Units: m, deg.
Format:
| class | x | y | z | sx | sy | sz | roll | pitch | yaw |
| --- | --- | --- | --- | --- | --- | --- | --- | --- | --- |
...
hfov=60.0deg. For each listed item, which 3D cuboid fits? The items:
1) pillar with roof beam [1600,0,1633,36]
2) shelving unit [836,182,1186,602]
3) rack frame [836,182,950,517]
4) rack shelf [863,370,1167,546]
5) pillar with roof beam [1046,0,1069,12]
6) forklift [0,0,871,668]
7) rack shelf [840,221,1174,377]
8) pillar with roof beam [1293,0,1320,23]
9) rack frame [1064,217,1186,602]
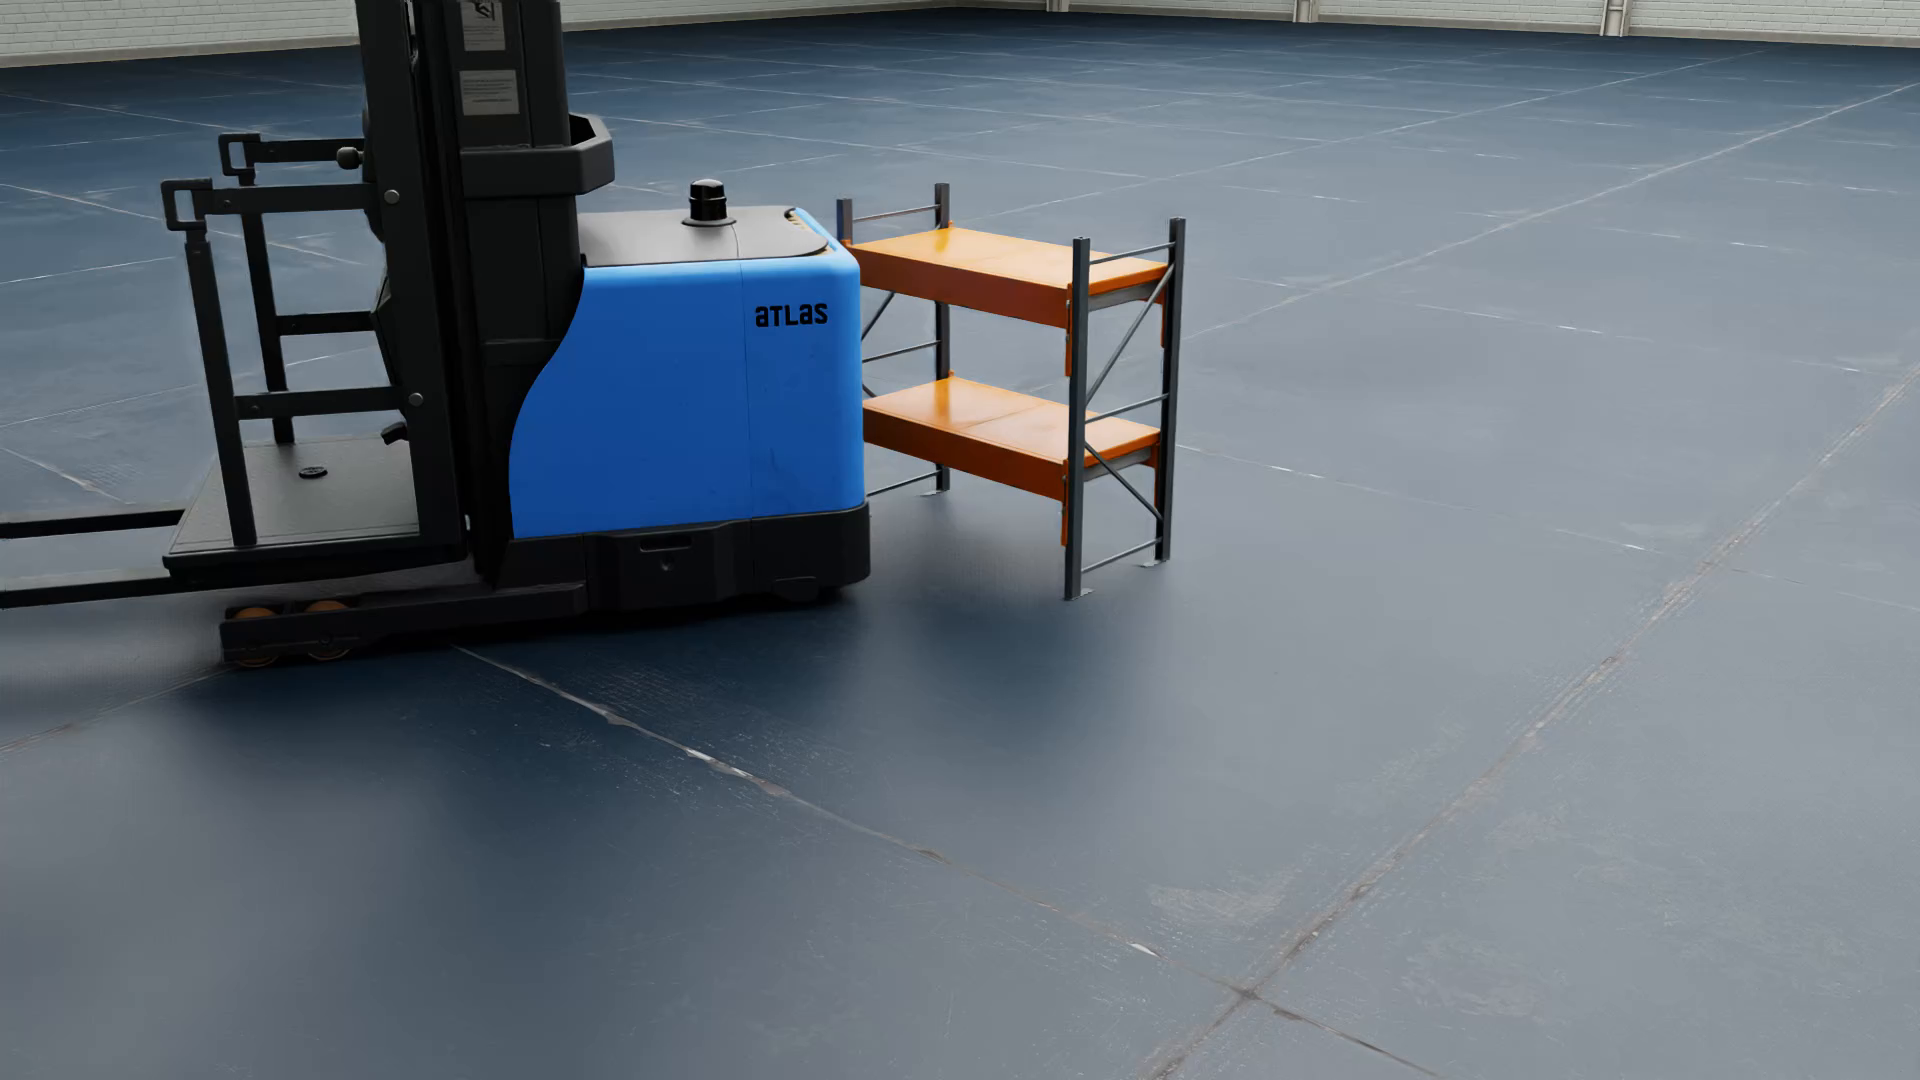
| class | x | y | z | sx | sy | sz | roll | pitch | yaw |
| --- | --- | --- | --- | --- | --- | --- | --- | --- | --- |
| pillar with roof beam | 8.699 | -11.847 | 24.331 | 0.400 | 9.000 | 9.100 | 16 | 26 | 36 |
| shelving unit | 0.144 | -0.526 | 5.468 | 1.048 | 1.125 | 0.538 | 19 | 28 | 41 |
| rack frame | -0.221 | -0.651 | 5.800 | 0.032 | 1.125 | 0.500 | 19 | 28 | 41 |
| rack shelf | 0.144 | -0.297 | 5.555 | 1.000 | 0.278 | 0.538 | 19 | 28 | 41 |
| pillar with roof beam | -0.598 | -14.524 | 31.430 | 0.400 | 9.000 | 9.100 | 16 | 26 | 36 |
| forklift | -1.855 | -1.217 | 4.740 | 3.031 | 2.935 | 1.130 | -5 | 21 | -14 |
| rack shelf | 0.144 | -0.800 | 5.365 | 1.000 | 0.278 | 0.538 | 19 | 28 | 41 |
| pillar with roof beam | 4.050 | -13.186 | 27.881 | 0.400 | 9.000 | 9.100 | 16 | 26 | 36 |
| rack frame | 0.509 | -0.401 | 5.137 | 0.032 | 1.125 | 0.500 | 19 | 28 | 41 |
